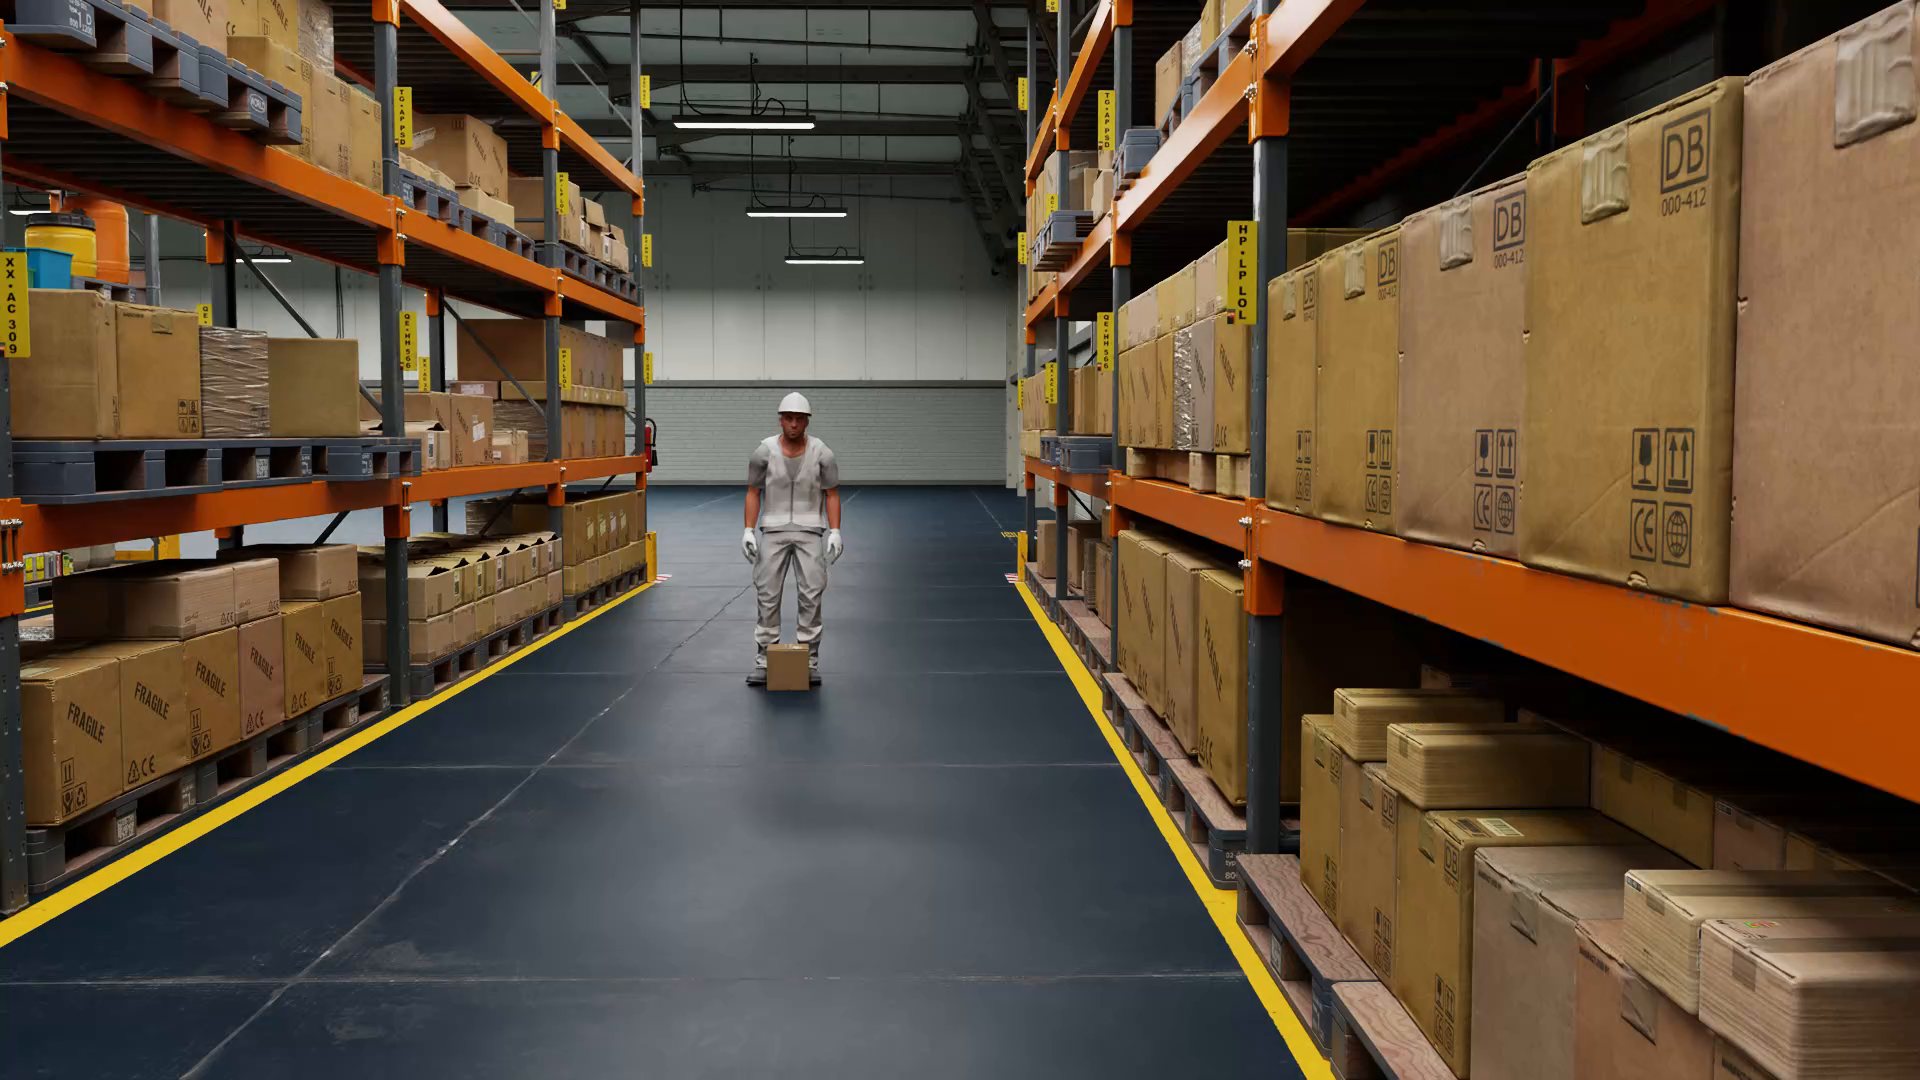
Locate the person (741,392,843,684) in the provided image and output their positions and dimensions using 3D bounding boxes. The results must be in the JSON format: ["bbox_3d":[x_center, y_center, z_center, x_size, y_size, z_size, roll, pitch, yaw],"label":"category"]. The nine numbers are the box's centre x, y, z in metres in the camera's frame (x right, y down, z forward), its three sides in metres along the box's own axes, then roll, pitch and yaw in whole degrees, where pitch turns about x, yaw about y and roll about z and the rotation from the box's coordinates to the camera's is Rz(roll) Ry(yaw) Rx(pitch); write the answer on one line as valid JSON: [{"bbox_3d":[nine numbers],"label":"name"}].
[{"bbox_3d":[-1.028,-0.010,10.202,0.623,1.780,0.447,0,4,-4],"label":"person"}]
